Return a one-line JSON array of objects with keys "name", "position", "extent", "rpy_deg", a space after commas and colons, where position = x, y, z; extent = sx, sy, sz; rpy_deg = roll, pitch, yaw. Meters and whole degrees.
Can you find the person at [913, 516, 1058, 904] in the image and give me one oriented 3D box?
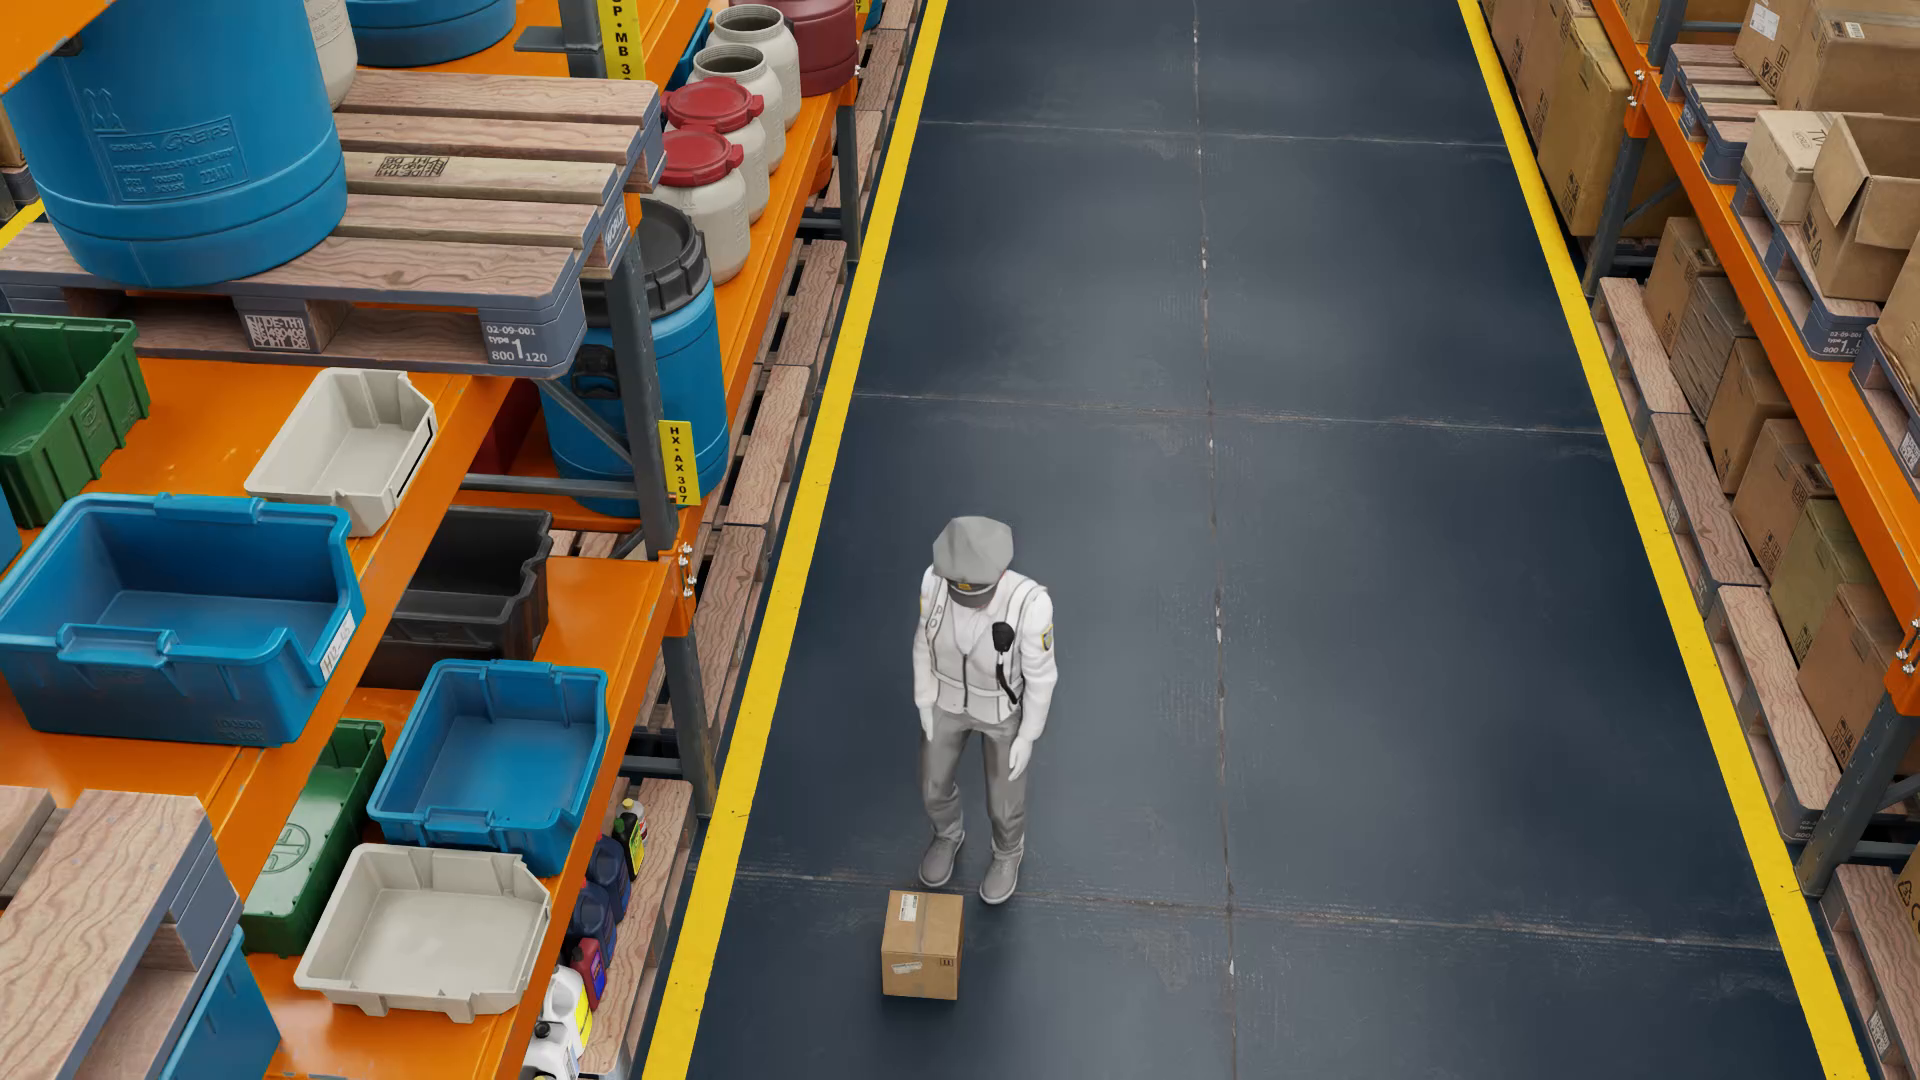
[{"name": "person", "position": [0.071, 0.575, 5.505], "extent": [0.492, 1.642, 0.412], "rpy_deg": [14, 42, 16]}]
